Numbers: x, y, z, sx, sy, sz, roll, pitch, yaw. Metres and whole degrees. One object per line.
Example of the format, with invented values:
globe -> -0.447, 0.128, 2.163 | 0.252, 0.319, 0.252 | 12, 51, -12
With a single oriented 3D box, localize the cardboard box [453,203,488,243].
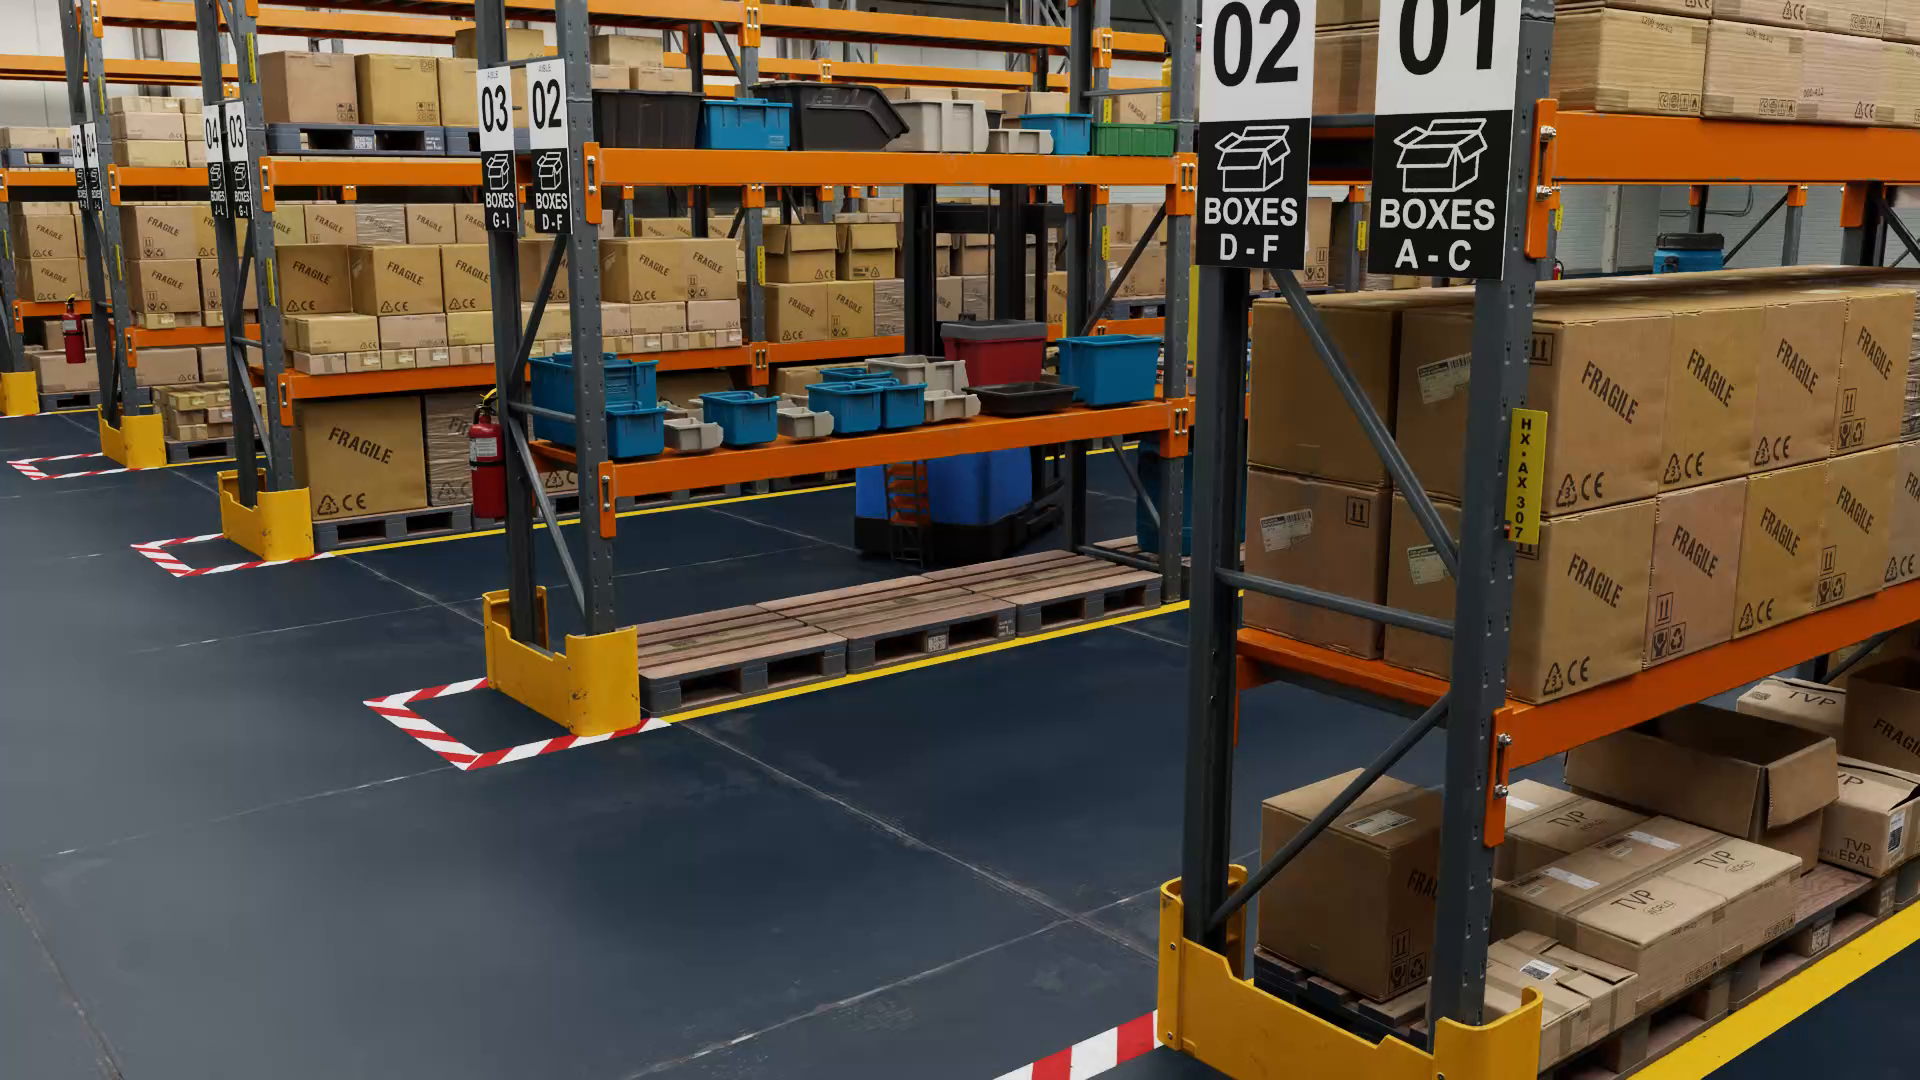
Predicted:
cardboard box -> -5.245, -3.342, 17.780 | 0.500, 0.500, 0.500 | -10, 16, -40

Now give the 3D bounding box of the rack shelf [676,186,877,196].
rack shelf -> -3.514, -6.770, 31.801 | 4.000, 0.370, 1.077 | -9, 15, -38

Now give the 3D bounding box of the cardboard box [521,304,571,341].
cardboard box -> -3.407, -1.719, 13.146 | 0.500, 0.250, 0.500 | -10, 15, -39

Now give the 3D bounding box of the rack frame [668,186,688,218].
rack frame -> -5.075, -5.395, 30.816 | 0.127, 3.000, 1.000 | -9, 15, -38

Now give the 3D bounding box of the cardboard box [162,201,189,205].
cardboard box -> -9.654, -4.084, 20.433 | 0.250, 0.149, 0.380 | -10, 16, -39

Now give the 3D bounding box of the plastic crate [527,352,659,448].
plastic crate -> -1.912, -0.743, 8.678 | 0.499, 0.435, 0.616 | -9, 15, -38

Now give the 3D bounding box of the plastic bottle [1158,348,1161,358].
plastic bottle -> 1.325, -1.226, 11.461 | 0.133, 0.283, 0.061 | -9, 15, -38

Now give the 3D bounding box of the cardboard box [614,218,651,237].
cardboard box -> -4.914, -4.576, 24.988 | 0.500, 0.500, 0.500 | -10, 16, -39

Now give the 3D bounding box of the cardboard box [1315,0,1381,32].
cardboard box -> 1.276, -1.566, 4.716 | 0.500, 0.250, 0.500 | -9, 15, -38

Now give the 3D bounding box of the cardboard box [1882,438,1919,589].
cardboard box -> 3.127, -0.146, 5.856 | 0.500, 0.500, 0.500 | -9, 15, -36

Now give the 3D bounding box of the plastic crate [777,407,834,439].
plastic crate -> -0.827, -0.618, 8.809 | 0.298, 0.136, 0.250 | -9, 15, -38

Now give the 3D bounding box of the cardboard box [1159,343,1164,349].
cardboard box -> 2.008, -1.986, 17.913 | 0.500, 0.250, 0.500 | -7, 14, -31

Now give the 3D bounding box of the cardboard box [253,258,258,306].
cardboard box -> -6.855, -2.587, 16.633 | 0.500, 0.500, 0.500 | -9, 15, -37

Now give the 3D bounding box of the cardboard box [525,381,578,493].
cardboard box -> -3.296, -0.922, 13.853 | 0.875, 0.875, 0.875 | -9, 15, -38

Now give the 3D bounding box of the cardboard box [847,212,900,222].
cardboard box -> -1.173, -3.942, 21.326 | 0.500, 0.500, 0.700 | -10, 15, -38

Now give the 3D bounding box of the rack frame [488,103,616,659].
rack frame -> -2.057, -0.623, 8.341 | 0.127, 3.000, 1.000 | -9, 15, -38

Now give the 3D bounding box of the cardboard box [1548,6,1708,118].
cardboard box -> 1.595, -1.238, 4.379 | 0.500, 0.250, 0.500 | -9, 15, -38

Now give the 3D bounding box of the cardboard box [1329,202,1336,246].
cardboard box -> 4.399, -3.770, 19.797 | 0.500, 0.500, 0.500 | -9, 15, -38

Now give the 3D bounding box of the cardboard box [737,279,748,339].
cardboard box -> -1.833, -2.099, 15.053 | 0.500, 0.500, 0.500 | -9, 15, -37

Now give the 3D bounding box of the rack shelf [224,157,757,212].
rack shelf -> -3.589, -2.801, 13.110 | 4.000, 0.370, 1.077 | -9, 15, -38

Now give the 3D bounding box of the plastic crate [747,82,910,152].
plastic crate -> -0.692, -2.214, 8.759 | 0.767, 0.338, 0.504 | -9, 15, -38

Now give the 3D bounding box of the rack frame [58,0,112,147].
rack frame -> -8.171, -5.178, 15.351 | 0.127, 3.000, 1.000 | -9, 15, -38

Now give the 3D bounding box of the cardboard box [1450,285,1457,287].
cardboard box -> 5.905, -3.076, 20.499 | 0.250, 0.149, 0.380 | -9, 15, -38

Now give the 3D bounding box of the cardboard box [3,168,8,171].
cardboard box -> -13.652, -5.255, 23.539 | 0.250, 0.149, 0.380 | -9, 15, -37

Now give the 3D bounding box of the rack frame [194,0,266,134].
rack frame -> -5.151, -4.361, 11.501 | 0.127, 3.000, 1.000 | -9, 15, -38

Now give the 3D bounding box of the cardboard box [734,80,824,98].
cardboard box -> -1.581, -3.744, 14.565 | 0.500, 0.500, 0.700 | -9, 15, -36

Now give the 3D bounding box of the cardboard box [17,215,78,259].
cardboard box -> -10.789, -3.588, 19.655 | 0.500, 0.500, 0.500 | -10, 15, -39

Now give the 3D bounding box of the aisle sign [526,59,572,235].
aisle sign -> -1.928, -1.837, 7.800 | 0.004, 0.787, 0.394 | -9, 15, -38

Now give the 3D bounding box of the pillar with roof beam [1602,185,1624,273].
pillar with roof beam -> 23.056, -12.099, 47.944 | 0.548, 9.000, 9.100 | -9, 15, -38

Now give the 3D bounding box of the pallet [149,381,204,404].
pallet -> -9.814, -1.943, 21.273 | 1.213, 0.211, 1.003 | -9, 15, -38

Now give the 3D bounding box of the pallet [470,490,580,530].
pallet -> -3.623, -0.336, 13.704 | 1.213, 0.211, 1.003 | -9, 15, -38

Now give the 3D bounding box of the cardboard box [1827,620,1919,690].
cardboard box -> 4.364, 0.559, 7.734 | 0.500, 0.500, 0.500 | -10, 15, -38

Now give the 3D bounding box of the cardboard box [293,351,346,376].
cardboard box -> -4.668, -1.296, 12.115 | 0.250, 0.149, 0.380 | -9, 15, -37

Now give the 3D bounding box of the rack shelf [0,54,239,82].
rack shelf -> -9.780, -5.680, 20.409 | 4.000, 0.370, 1.077 | -9, 15, -38

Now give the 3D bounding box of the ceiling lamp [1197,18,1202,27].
ceiling lamp -> 5.746, -11.960, 33.234 | 0.800, 3.185, 2.000 | -9, 15, -38

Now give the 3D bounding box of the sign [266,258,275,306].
sign -> -4.809, -1.798, 11.598 | 0.005, 0.325, 0.100 | -9, 15, -38

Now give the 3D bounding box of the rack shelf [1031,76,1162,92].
rack shelf -> 2.761, -6.448, 24.023 | 4.000, 0.370, 1.077 | -9, 15, -38

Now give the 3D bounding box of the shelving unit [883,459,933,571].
shelving unit -> -0.371, -0.381, 11.496 | 0.258, 1.200, 0.189 | 4, 23, 20

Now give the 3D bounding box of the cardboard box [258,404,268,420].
cardboard box -> -6.948, -1.315, 16.735 | 0.250, 0.149, 0.380 | -9, 15, -36

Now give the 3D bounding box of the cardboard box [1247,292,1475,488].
cardboard box -> 1.210, -0.459, 4.923 | 0.500, 0.500, 0.500 | -10, 15, -38

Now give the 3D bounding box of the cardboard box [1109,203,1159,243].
cardboard box -> 2.374, -4.583, 24.029 | 0.550, 0.550, 0.875 | -9, 15, -38

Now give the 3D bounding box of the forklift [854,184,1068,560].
forklift -> 0.214, -1.557, 12.905 | 1.130, 2.935, 3.031 | 4, 13, 19

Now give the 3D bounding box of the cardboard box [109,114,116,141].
cardboard box -> -7.970, -3.983, 16.102 | 0.500, 0.250, 0.500 | -10, 16, -39

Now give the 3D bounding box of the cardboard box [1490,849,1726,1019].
cardboard box -> 2.027, 1.221, 5.216 | 0.500, 0.250, 0.500 | -9, 15, -38

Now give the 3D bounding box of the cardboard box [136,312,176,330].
cardboard box -> -7.713, -2.110, 15.948 | 0.250, 0.149, 0.380 | -10, 15, -38

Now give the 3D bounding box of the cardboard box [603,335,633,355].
cardboard box -> -2.864, -1.596, 13.529 | 0.250, 0.149, 0.380 | -9, 15, -37

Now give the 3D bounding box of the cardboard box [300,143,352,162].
cardboard box -> -6.443, -3.856, 16.708 | 0.500, 0.250, 0.500 | -10, 15, -38

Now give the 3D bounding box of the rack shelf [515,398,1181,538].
rack shelf -> -0.495, -0.531, 9.638 | 4.000, 0.370, 1.077 | -9, 15, -38

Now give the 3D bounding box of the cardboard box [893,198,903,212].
cardboard box -> -1.080, -5.359, 27.280 | 0.500, 0.500, 0.700 | -9, 15, -37

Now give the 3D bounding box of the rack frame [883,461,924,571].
rack frame -> -0.402, -0.347, 11.417 | 0.240, 1.200, 0.006 | 4, 23, 20

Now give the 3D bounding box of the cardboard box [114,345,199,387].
cardboard box -> -10.180, -2.208, 20.962 | 0.875, 0.438, 0.875 | -9, 15, -36

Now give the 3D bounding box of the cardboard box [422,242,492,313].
cardboard box -> -3.816, -2.017, 12.745 | 0.500, 0.500, 0.500 | -10, 16, -39
